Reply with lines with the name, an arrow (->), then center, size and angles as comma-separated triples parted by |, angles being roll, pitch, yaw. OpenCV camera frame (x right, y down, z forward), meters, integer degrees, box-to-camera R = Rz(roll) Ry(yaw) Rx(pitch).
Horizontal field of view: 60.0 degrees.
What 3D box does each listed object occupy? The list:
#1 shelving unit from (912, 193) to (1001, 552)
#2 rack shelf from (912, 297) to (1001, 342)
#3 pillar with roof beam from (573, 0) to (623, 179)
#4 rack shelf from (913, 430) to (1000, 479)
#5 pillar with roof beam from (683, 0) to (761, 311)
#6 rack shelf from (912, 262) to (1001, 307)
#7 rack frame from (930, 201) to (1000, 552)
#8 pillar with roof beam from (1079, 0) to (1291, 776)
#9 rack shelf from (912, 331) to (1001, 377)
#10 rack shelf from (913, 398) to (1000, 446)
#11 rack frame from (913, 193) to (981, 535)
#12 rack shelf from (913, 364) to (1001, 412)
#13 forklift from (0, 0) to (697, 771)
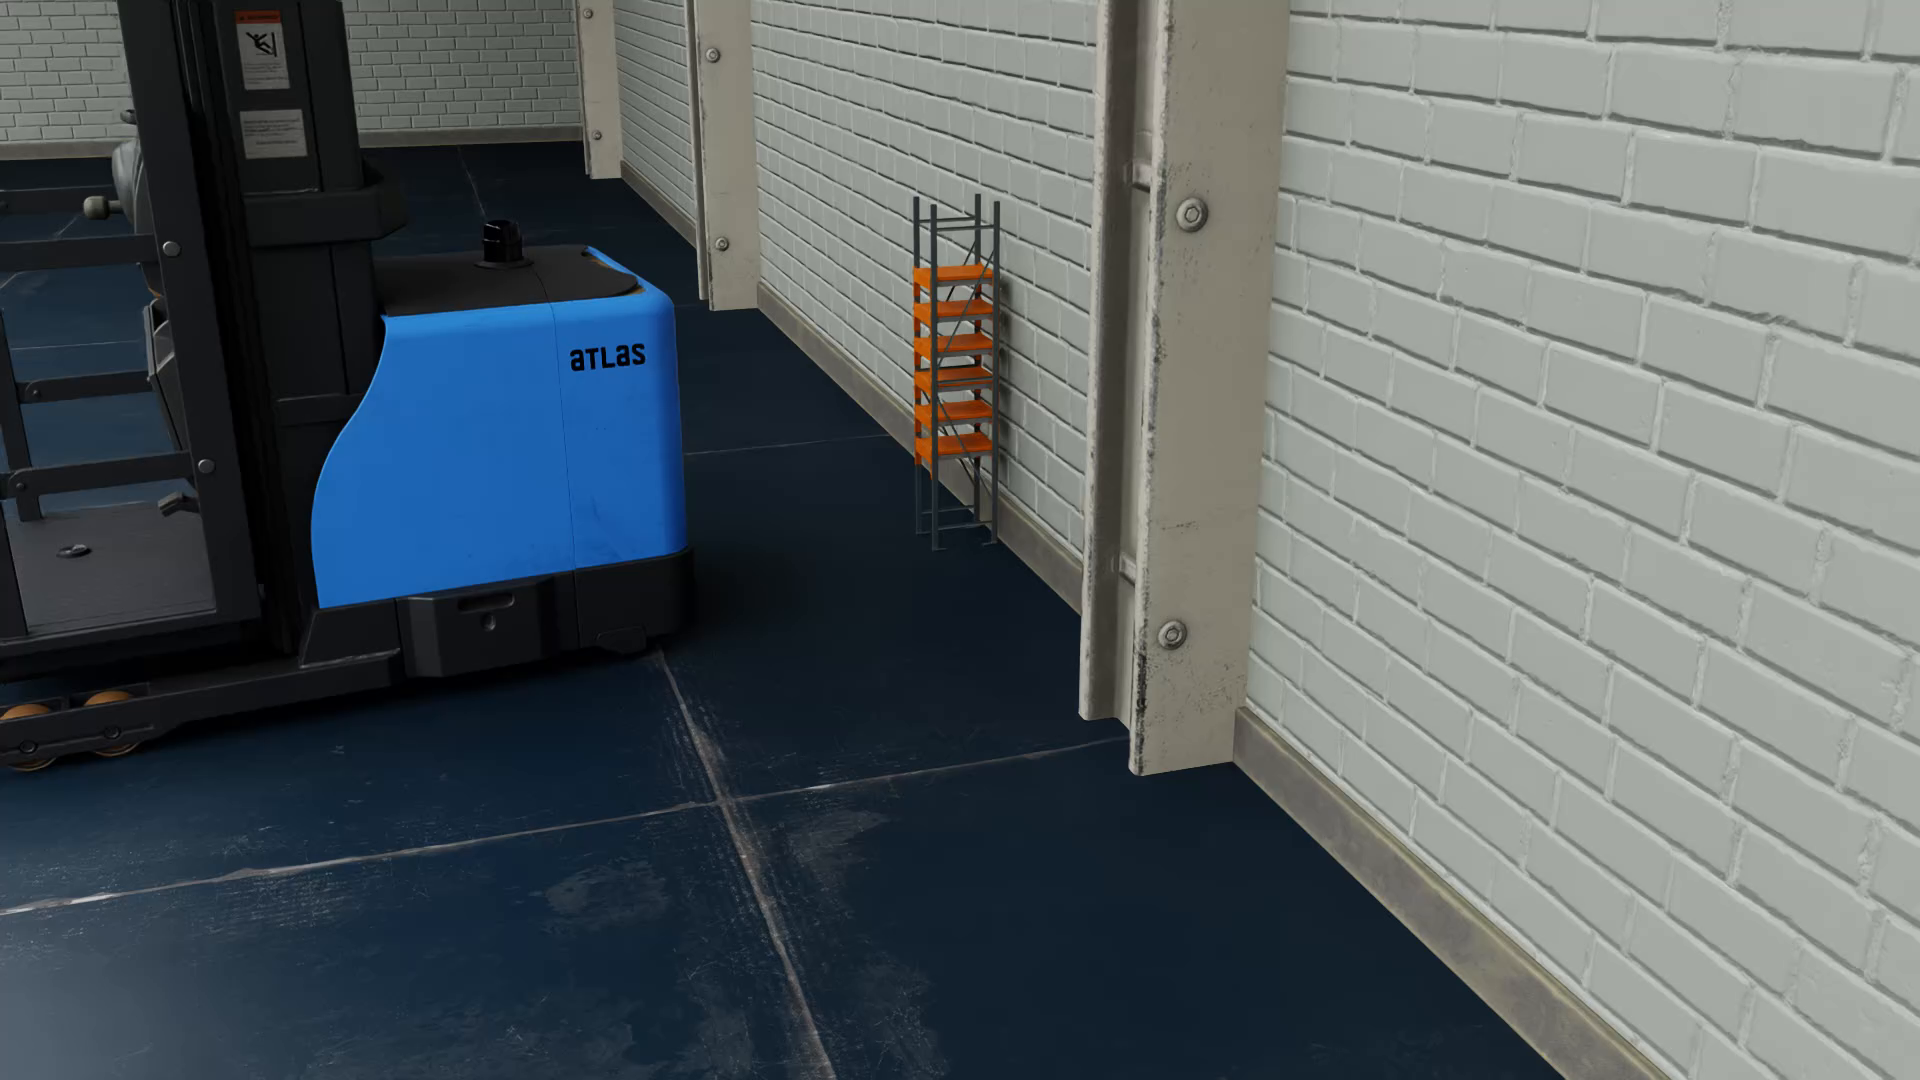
shelving unit -> -0.013, -0.568, 5.722 | 0.258, 1.200, 0.189 | -7, 21, -18
rack shelf -> -0.013, -0.752, 5.656 | 0.258, 0.103, 0.180 | -7, 21, -18
pillar with roof beam -> -7.325, -7.106, 12.388 | 9.100, 9.000, 0.400 | -6, 21, -17
rack shelf -> -0.013, -0.300, 5.818 | 0.258, 0.103, 0.180 | -7, 21, -18
pillar with roof beam -> -5.439, -5.181, 7.028 | 9.100, 9.000, 0.400 | -6, 21, -17
rack shelf -> -0.013, -0.865, 5.615 | 0.258, 0.103, 0.180 | -7, 21, -18
rack frame -> 0.018, -0.538, 5.641 | 0.240, 1.200, 0.006 | -7, 21, -18
pillar with roof beam -> -3.553, -3.255, 1.667 | 9.100, 9.000, 0.400 | -6, 21, -17
rack shelf -> -0.013, -0.639, 5.696 | 0.258, 0.103, 0.180 | -7, 21, -18
rack shelf -> -0.013, -0.413, 5.778 | 0.258, 0.103, 0.180 | -7, 21, -18
rack frame -> -0.043, -0.597, 5.803 | 0.240, 1.200, 0.006 | -7, 21, -18
rack shelf -> -0.013, -0.526, 5.737 | 0.258, 0.103, 0.180 | -7, 21, -18
forklift -> -2.353, -0.990, 4.337 | 3.031, 2.935, 1.130 | -9, 22, -24
